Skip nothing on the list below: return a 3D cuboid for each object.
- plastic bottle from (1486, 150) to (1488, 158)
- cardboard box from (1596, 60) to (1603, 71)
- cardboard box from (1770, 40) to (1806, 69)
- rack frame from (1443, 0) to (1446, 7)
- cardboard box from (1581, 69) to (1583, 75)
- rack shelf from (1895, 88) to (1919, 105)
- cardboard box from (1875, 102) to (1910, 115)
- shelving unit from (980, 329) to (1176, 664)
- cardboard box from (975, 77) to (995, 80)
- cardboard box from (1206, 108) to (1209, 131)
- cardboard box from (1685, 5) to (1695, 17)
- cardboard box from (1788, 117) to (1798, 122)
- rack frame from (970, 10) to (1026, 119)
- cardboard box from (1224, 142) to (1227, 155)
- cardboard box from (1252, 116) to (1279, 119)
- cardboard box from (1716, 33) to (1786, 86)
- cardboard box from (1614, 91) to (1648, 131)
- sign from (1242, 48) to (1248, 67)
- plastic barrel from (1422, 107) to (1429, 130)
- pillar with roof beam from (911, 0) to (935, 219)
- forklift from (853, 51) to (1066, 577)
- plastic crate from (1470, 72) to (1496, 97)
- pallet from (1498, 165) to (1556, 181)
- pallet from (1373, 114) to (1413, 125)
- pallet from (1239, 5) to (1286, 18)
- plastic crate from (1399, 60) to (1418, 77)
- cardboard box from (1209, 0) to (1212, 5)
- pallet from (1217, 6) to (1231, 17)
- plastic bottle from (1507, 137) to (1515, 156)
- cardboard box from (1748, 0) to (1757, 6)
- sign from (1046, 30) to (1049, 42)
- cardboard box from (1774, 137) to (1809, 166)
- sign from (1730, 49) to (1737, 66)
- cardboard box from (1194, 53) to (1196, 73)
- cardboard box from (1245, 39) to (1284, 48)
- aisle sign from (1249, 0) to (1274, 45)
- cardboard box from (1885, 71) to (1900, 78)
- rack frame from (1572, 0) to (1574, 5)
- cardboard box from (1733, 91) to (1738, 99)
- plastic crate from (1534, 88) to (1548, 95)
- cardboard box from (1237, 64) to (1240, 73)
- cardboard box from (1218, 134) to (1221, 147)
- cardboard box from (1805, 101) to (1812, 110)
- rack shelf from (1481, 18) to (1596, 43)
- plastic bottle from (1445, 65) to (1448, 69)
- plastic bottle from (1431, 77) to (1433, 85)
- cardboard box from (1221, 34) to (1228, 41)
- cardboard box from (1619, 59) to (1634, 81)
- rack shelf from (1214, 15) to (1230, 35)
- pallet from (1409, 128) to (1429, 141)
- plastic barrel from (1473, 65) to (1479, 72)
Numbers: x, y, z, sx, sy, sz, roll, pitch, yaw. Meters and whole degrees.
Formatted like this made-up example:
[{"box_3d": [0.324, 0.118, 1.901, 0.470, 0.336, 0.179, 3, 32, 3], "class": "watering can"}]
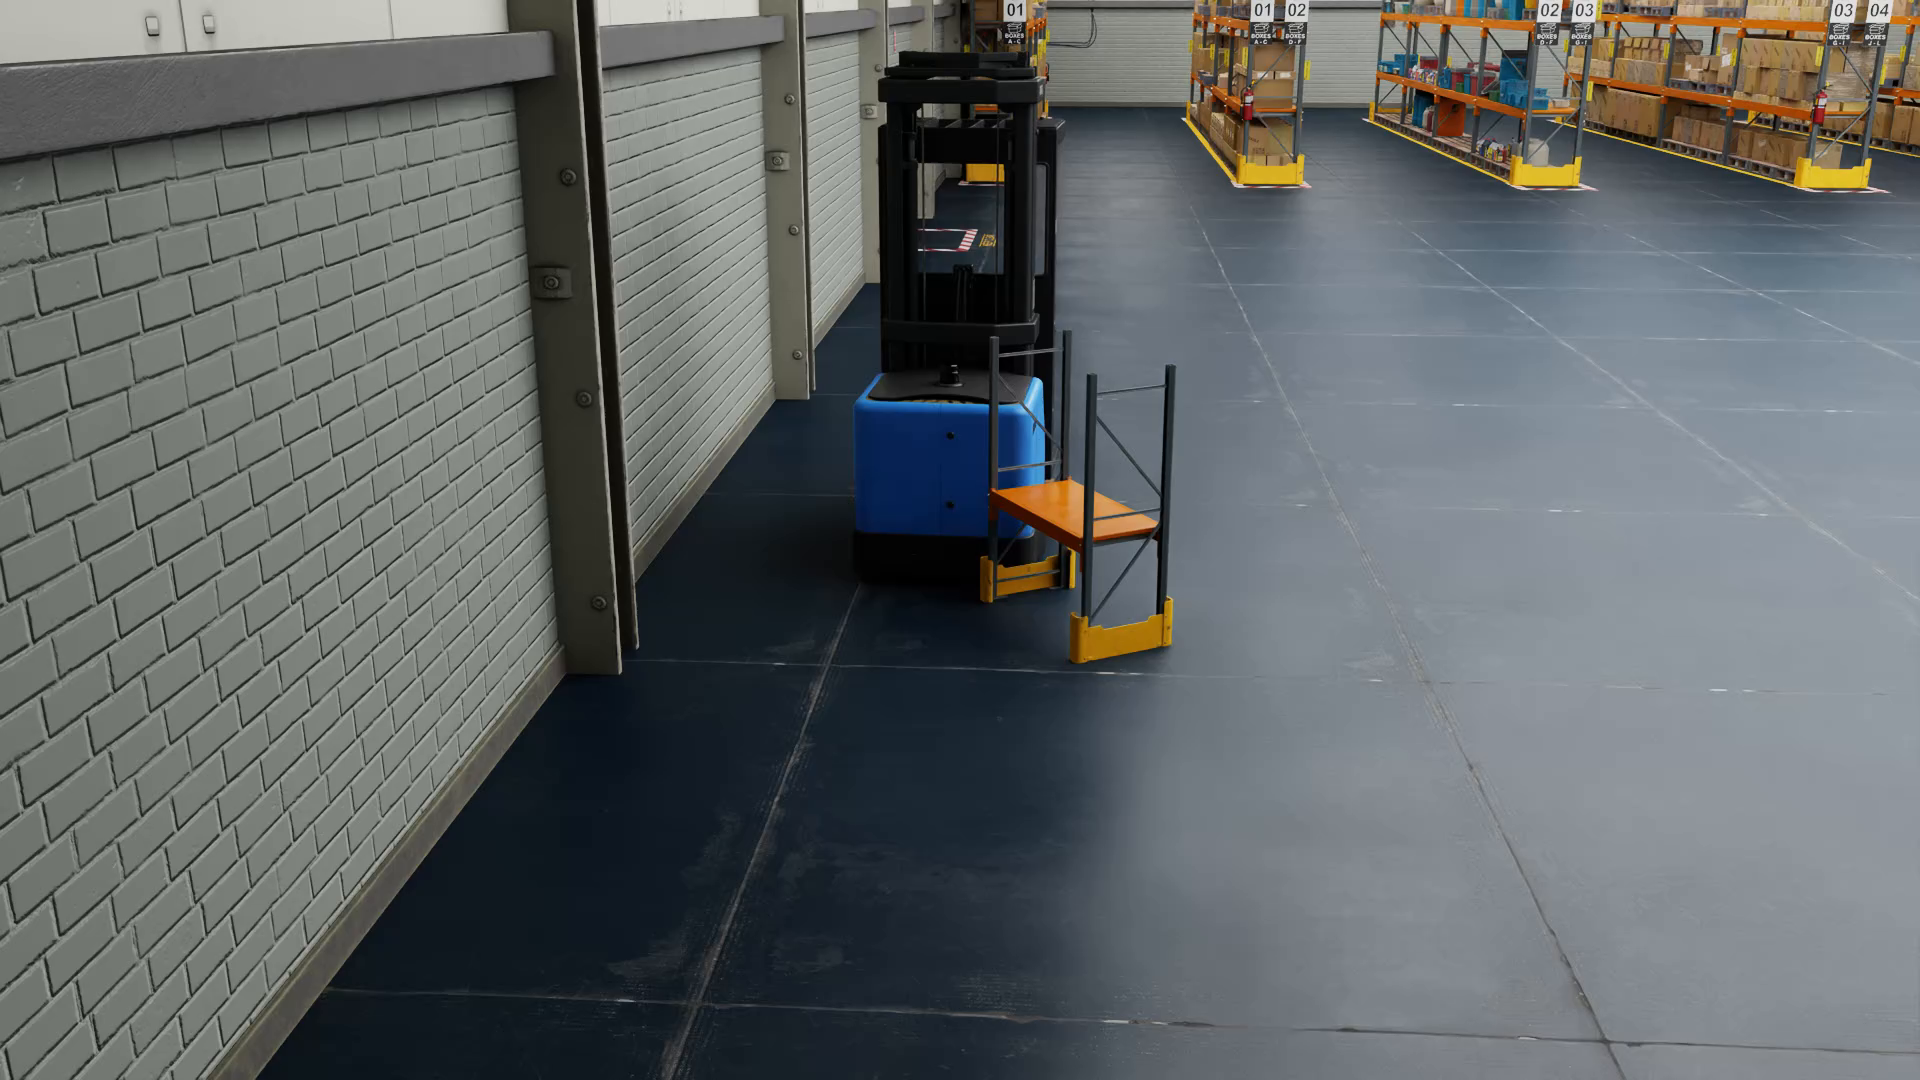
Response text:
[{"box_3d": [10.320, -7.544, 32.416, 0.097, 0.201, 0.097, 0, 18, 0], "class": "plastic bottle"}, {"box_3d": [16.168, -11.800, 41.380, 0.500, 0.250, 0.500, 2, 18, 6], "class": "cardboard box"}, {"box_3d": [15.408, -9.005, 30.844, 0.500, 0.500, 0.500, 1, 18, 4], "class": "cardboard box"}, {"box_3d": [11.136, -13.145, 36.088, 1.000, 3.000, 0.127, 1, 18, 4], "class": "rack frame"}, {"box_3d": [16.205, -12.047, 42.774, 0.380, 0.149, 0.250, 1, 18, 3], "class": "cardboard box"}, {"box_3d": [20.873, -9.079, 34.467, 1.077, 0.370, 4.000, 1, 18, 4], "class": "rack shelf"}, {"box_3d": [20.804, -9.628, 37.124, 0.500, 0.250, 0.500, 1, 18, 3], "class": "cardboard box"}, {"box_3d": [0.612, -0.270, 8.839, 0.587, 1.500, 1.083, -9, 20, -25], "class": "shelving unit"}, {"box_3d": [0.503, -8.476, 30.479, 0.500, 0.500, 0.500, 1, 18, 3], "class": "cardboard box"}, {"box_3d": [6.066, -9.884, 39.077, 0.500, 0.500, 0.500, 1, 18, 2], "class": "cardboard box"}, {"box_3d": [15.751, -11.238, 35.326, 0.500, 0.250, 0.500, 2, 18, 5], "class": "cardboard box"}, {"box_3d": [21.065, -10.580, 41.797, 0.380, 0.149, 0.250, 1, 18, 4], "class": "cardboard box"}, {"box_3d": [0.681, -8.031, 30.114, 1.000, 3.000, 0.127, 1, 18, 4], "class": "rack frame"}, {"box_3d": [5.532, -7.764, 33.042, 0.500, 0.250, 0.500, 1, 18, 4], "class": "cardboard box"}, {"box_3d": [6.046, -8.109, 32.890, 0.500, 0.500, 0.500, 1, 18, 4], "class": "cardboard box"}, {"box_3d": [15.986, -9.670, 33.478, 1.000, 1.000, 1.000, 1, 18, 4], "class": "cardboard box"}, {"box_3d": [16.274, -10.139, 39.287, 1.225, 0.875, 0.875, 1, 18, 2], "class": "cardboard box"}, {"box_3d": [5.082, -8.601, 29.613, 0.100, 0.325, 0.005, 1, 18, 4], "class": "sign"}, {"box_3d": [11.186, -9.992, 39.421, 0.421, 0.512, 0.421, 0, 18, 0], "class": "plastic barrel"}, {"box_3d": [3.732, -9.159, 23.922, 9.100, 9.000, 0.400, 1, 18, 4], "class": "pillar with roof beam"}, {"box_3d": [0.079, -1.586, 10.555, 1.130, 2.935, 3.031, 2, 18, 7], "class": "forklift"}, {"box_3d": [10.579, -9.240, 33.701, 0.402, 0.464, 0.583, 1, 18, 4], "class": "plastic crate"}, {"box_3d": [10.585, -6.761, 30.719, 1.003, 0.211, 1.213, 1, 18, 4], "class": "pallet"}, {"box_3d": [11.612, -11.198, 44.260, 1.003, 0.211, 1.213, 1, 18, 4], "class": "pallet"}, {"box_3d": [5.784, -9.904, 31.155, 1.003, 0.211, 1.213, 1, 18, 4], "class": "pallet"}, {"box_3d": [11.116, -11.710, 41.272, 0.392, 0.384, 0.575, 1, 18, 4], "class": "plastic crate"}, {"box_3d": [6.373, -13.213, 40.118, 0.600, 0.600, 0.600, 0, 18, -1], "class": "cardboard box"}, {"box_3d": [6.236, -11.529, 36.276, 1.213, 0.211, 1.003, 2, 18, 6], "class": "pallet"}, {"box_3d": [10.947, -7.799, 32.955, 0.144, 0.351, 0.185, 1, 18, 4], "class": "plastic bottle"}, {"box_3d": [15.459, -10.391, 32.101, 0.380, 0.149, 0.250, 1, 18, 2], "class": "cardboard box"}, {"box_3d": [2.368, -13.646, 45.012, 0.100, 0.325, 0.005, 1, 18, 4], "class": "sign"}, {"box_3d": [15.637, -7.285, 31.178, 0.500, 0.500, 0.500, 3, 18, 9], "class": "cardboard box"}, {"box_3d": [15.236, -9.503, 32.748, 0.100, 0.325, 0.005, 1, 18, 4], "class": "sign"}, {"box_3d": [6.404, -12.490, 43.563, 0.500, 0.500, 0.500, 1, 18, 4], "class": "cardboard box"}, {"box_3d": [5.776, -9.222, 31.506, 0.700, 0.500, 0.500, 1, 18, 4], "class": "cardboard box"}, {"box_3d": [5.325, -9.143, 29.333, 0.394, 0.787, 0.004, 1, 18, 4], "class": "aisle sign"}, {"box_3d": [20.593, -10.285, 36.724, 0.380, 0.149, 0.250, 2, 18, 5], "class": "cardboard box"}, {"box_3d": [16.650, -15.519, 43.333, 1.000, 3.000, 0.127, 1, 18, 4], "class": "rack frame"}, {"box_3d": [15.474, -8.762, 32.749, 0.380, 0.149, 0.250, 1, 18, 4], "class": "cardboard box"}, {"box_3d": [11.041, -8.631, 32.186, 0.499, 0.251, 0.616, 1, 18, 4], "class": "plastic crate"}, {"box_3d": [5.662, -9.282, 32.731, 0.380, 0.149, 0.250, 1, 18, 2], "class": "cardboard box"}, {"box_3d": [5.688, -8.349, 34.827, 0.500, 0.250, 0.500, 1, 18, 3], "class": "cardboard box"}, {"box_3d": [15.336, -7.750, 29.662, 0.380, 0.149, 0.250, 1, 18, 4], "class": "cardboard box"}, {"box_3d": [10.706, -9.514, 30.980, 1.077, 0.370, 4.000, 1, 18, 4], "class": "rack shelf"}, {"box_3d": [11.683, -11.220, 39.928, 0.144, 0.351, 0.185, 1, 18, 4], "class": "plastic bottle"}, {"box_3d": [10.790, -10.472, 37.885, 0.097, 0.201, 0.097, 0, 18, 0], "class": "plastic bottle"}, {"box_3d": [6.833, -12.471, 41.900, 0.500, 0.500, 0.500, 1, 18, 2], "class": "cardboard box"}, {"box_3d": [16.046, -11.180, 39.565, 0.500, 0.500, 0.500, 1, 18, 4], "class": "cardboard box"}, {"box_3d": [6.052, -10.868, 35.112, 1.077, 0.370, 4.000, 1, 18, 4], "class": "rack shelf"}, {"box_3d": [11.241, -9.593, 39.360, 1.003, 0.211, 1.213, 1, 18, 4], "class": "pallet"}, {"box_3d": [11.275, -10.023, 36.015, 0.421, 0.512, 0.421, 0, 18, 0], "class": "plastic barrel"}]
